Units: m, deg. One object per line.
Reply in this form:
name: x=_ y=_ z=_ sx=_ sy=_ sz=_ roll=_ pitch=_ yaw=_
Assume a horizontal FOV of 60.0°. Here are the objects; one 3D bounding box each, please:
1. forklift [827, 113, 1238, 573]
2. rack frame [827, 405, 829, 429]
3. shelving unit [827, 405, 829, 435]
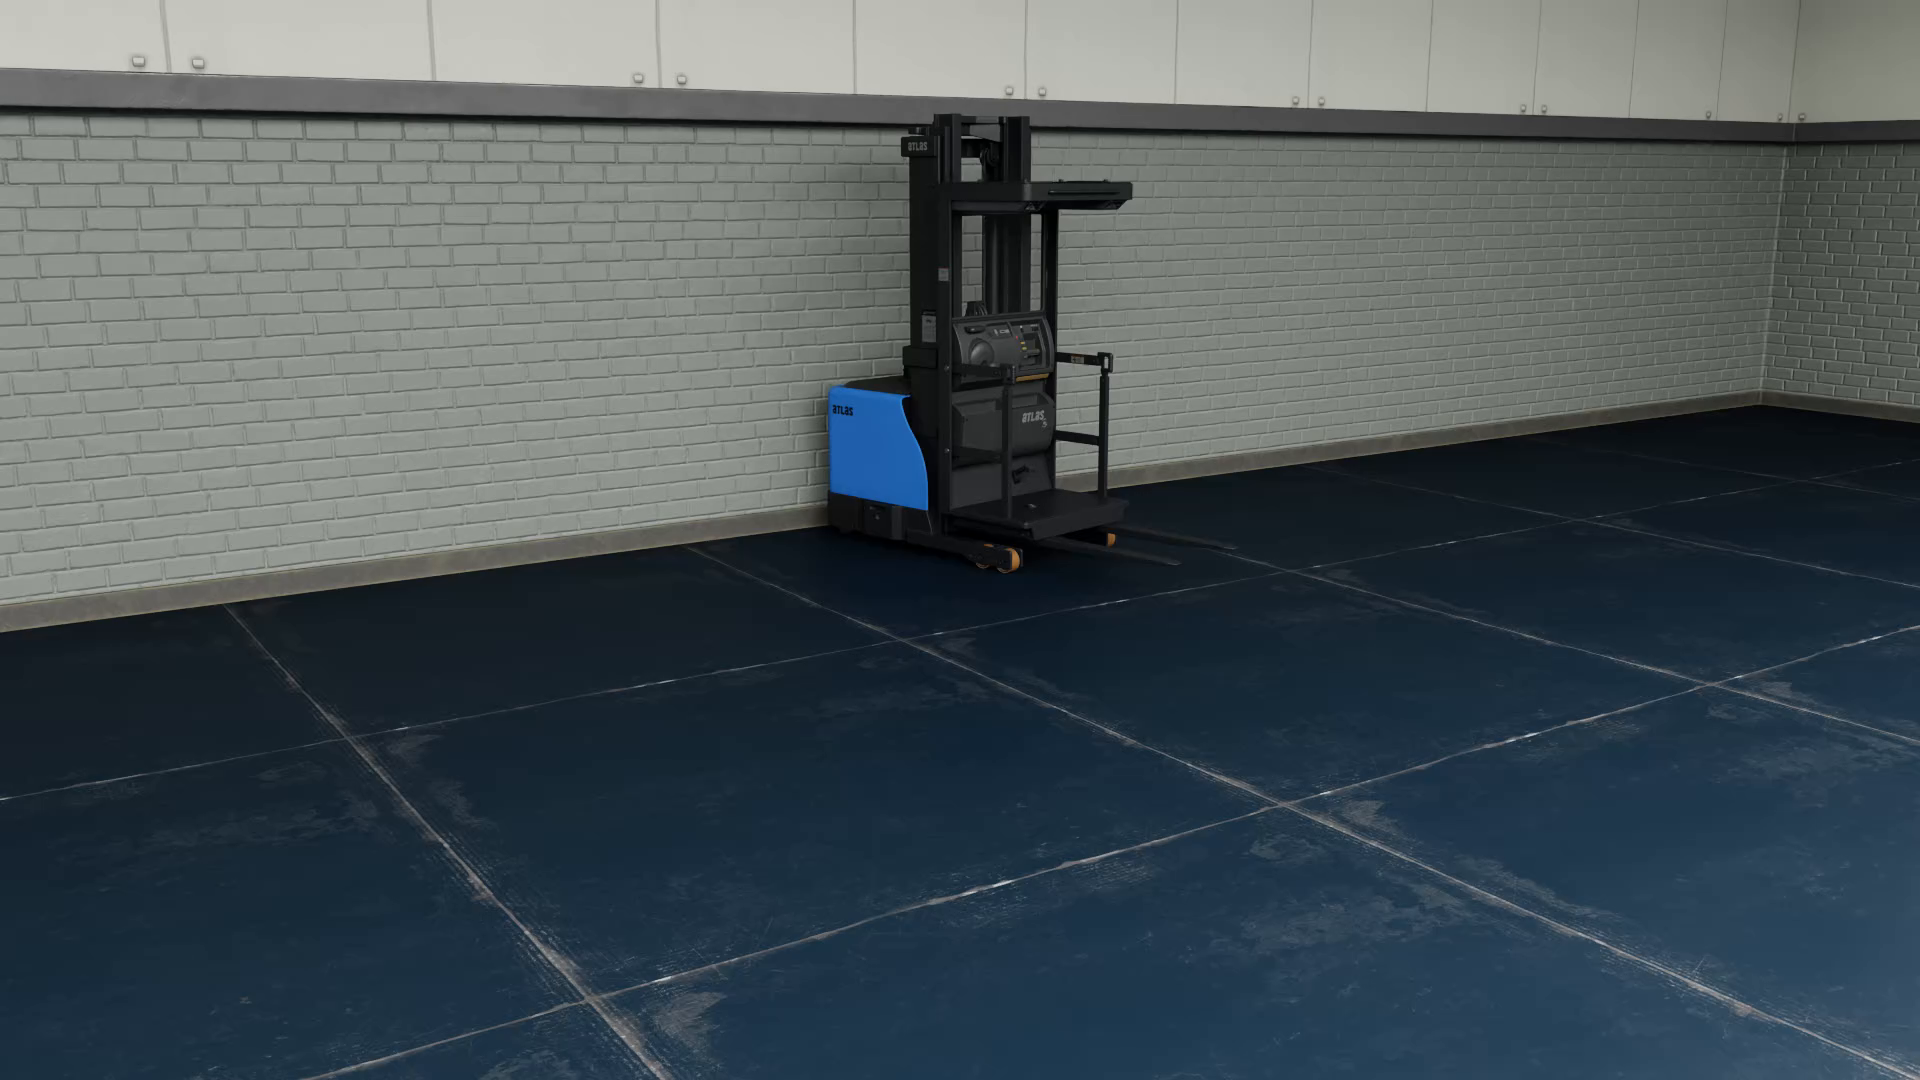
forklift: x=0.453 y=-1.339 z=11.124 sx=3.031 sy=2.935 sz=1.130 roll=12 pitch=17 yaw=43
rack frame: x=-0.860 y=-0.574 z=12.374 sx=0.240 sy=0.900 sz=0.006 roll=-11 pitch=17 yaw=-33
shelving unit: x=-0.803 y=-0.555 z=12.292 sx=0.258 sy=0.900 sz=0.210 roll=-11 pitch=17 yaw=-33
